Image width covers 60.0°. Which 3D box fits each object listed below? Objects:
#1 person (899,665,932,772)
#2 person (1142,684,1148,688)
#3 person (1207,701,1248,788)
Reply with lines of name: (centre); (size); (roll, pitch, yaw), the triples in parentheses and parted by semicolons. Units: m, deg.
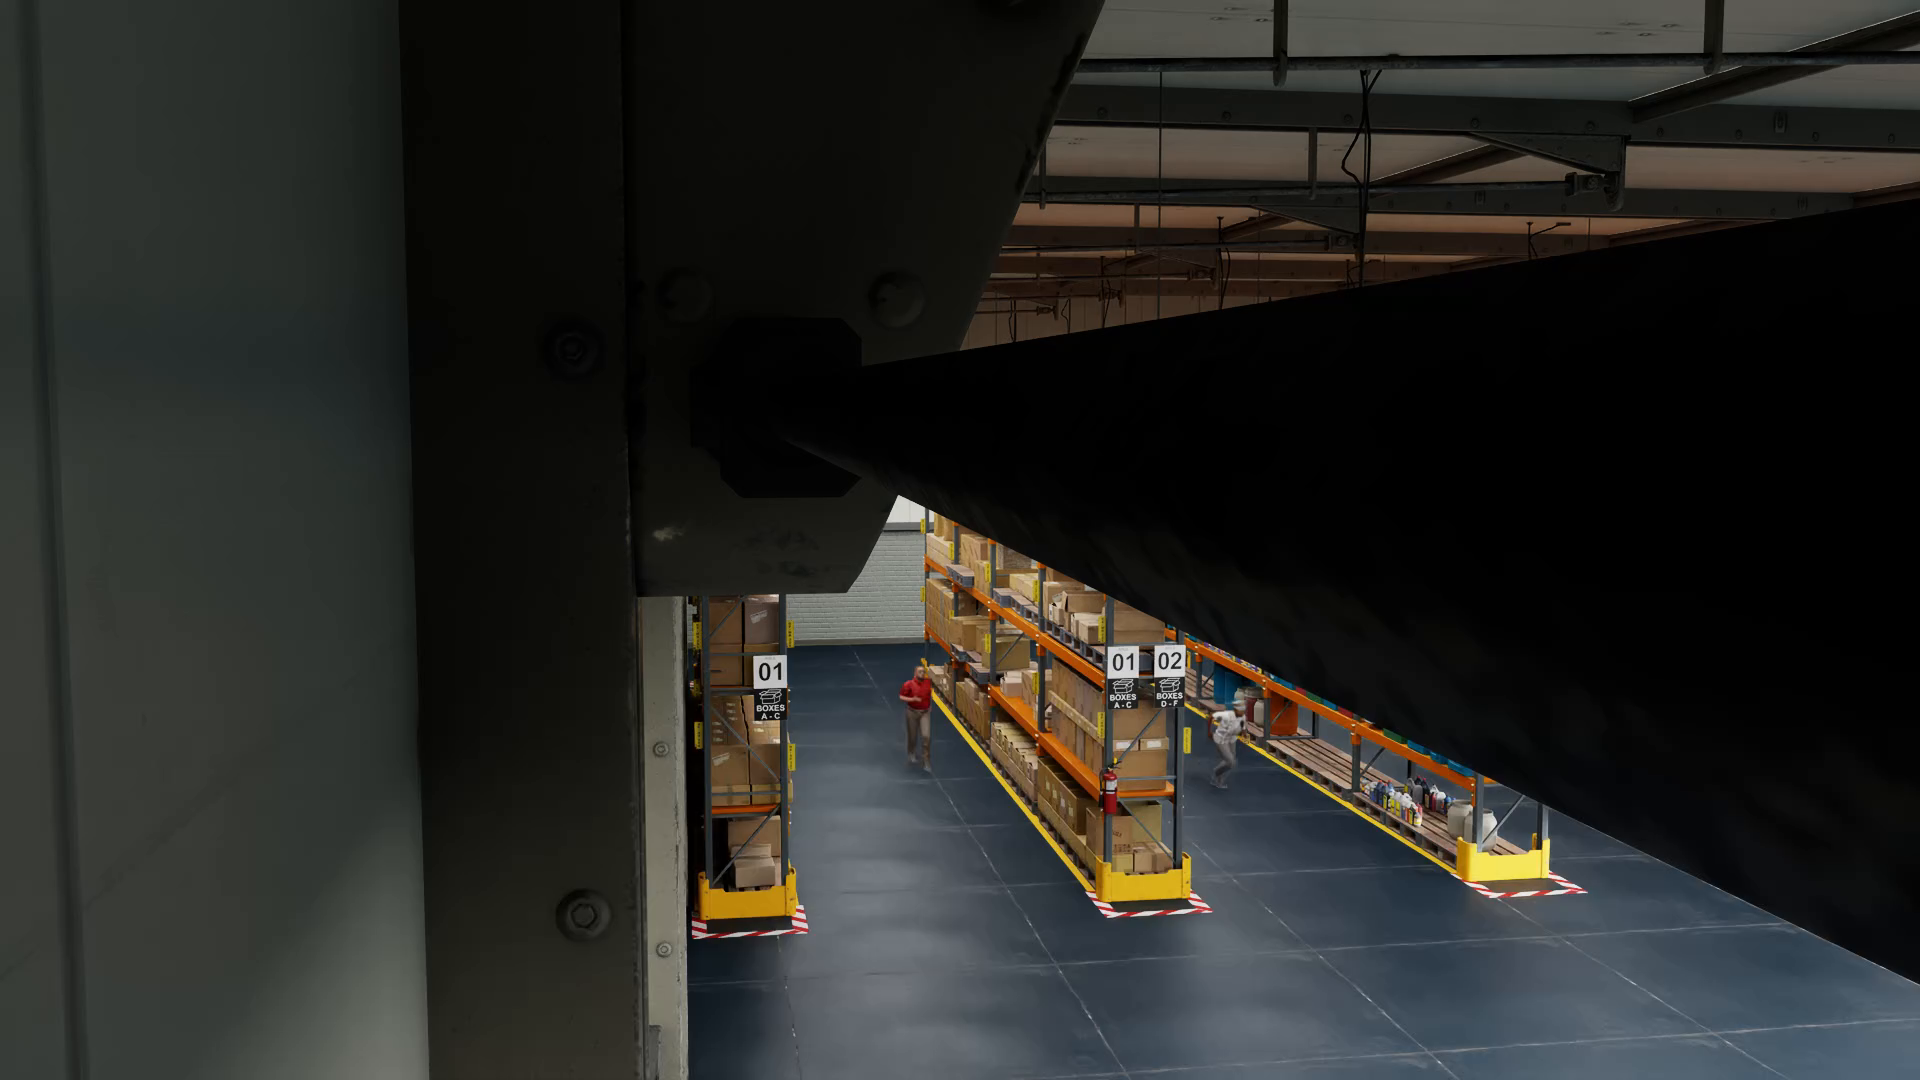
person: (-0.740, 3.005, 28.177); (0.631, 1.794, 0.830); (-2, 5, -19)
person: (3.570, 2.632, 33.087); (0.509, 1.585, 0.667); (0, 5, -5)
person: (4.241, 3.262, 26.457); (0.602, 1.492, 0.846); (-3, 6, -29)
